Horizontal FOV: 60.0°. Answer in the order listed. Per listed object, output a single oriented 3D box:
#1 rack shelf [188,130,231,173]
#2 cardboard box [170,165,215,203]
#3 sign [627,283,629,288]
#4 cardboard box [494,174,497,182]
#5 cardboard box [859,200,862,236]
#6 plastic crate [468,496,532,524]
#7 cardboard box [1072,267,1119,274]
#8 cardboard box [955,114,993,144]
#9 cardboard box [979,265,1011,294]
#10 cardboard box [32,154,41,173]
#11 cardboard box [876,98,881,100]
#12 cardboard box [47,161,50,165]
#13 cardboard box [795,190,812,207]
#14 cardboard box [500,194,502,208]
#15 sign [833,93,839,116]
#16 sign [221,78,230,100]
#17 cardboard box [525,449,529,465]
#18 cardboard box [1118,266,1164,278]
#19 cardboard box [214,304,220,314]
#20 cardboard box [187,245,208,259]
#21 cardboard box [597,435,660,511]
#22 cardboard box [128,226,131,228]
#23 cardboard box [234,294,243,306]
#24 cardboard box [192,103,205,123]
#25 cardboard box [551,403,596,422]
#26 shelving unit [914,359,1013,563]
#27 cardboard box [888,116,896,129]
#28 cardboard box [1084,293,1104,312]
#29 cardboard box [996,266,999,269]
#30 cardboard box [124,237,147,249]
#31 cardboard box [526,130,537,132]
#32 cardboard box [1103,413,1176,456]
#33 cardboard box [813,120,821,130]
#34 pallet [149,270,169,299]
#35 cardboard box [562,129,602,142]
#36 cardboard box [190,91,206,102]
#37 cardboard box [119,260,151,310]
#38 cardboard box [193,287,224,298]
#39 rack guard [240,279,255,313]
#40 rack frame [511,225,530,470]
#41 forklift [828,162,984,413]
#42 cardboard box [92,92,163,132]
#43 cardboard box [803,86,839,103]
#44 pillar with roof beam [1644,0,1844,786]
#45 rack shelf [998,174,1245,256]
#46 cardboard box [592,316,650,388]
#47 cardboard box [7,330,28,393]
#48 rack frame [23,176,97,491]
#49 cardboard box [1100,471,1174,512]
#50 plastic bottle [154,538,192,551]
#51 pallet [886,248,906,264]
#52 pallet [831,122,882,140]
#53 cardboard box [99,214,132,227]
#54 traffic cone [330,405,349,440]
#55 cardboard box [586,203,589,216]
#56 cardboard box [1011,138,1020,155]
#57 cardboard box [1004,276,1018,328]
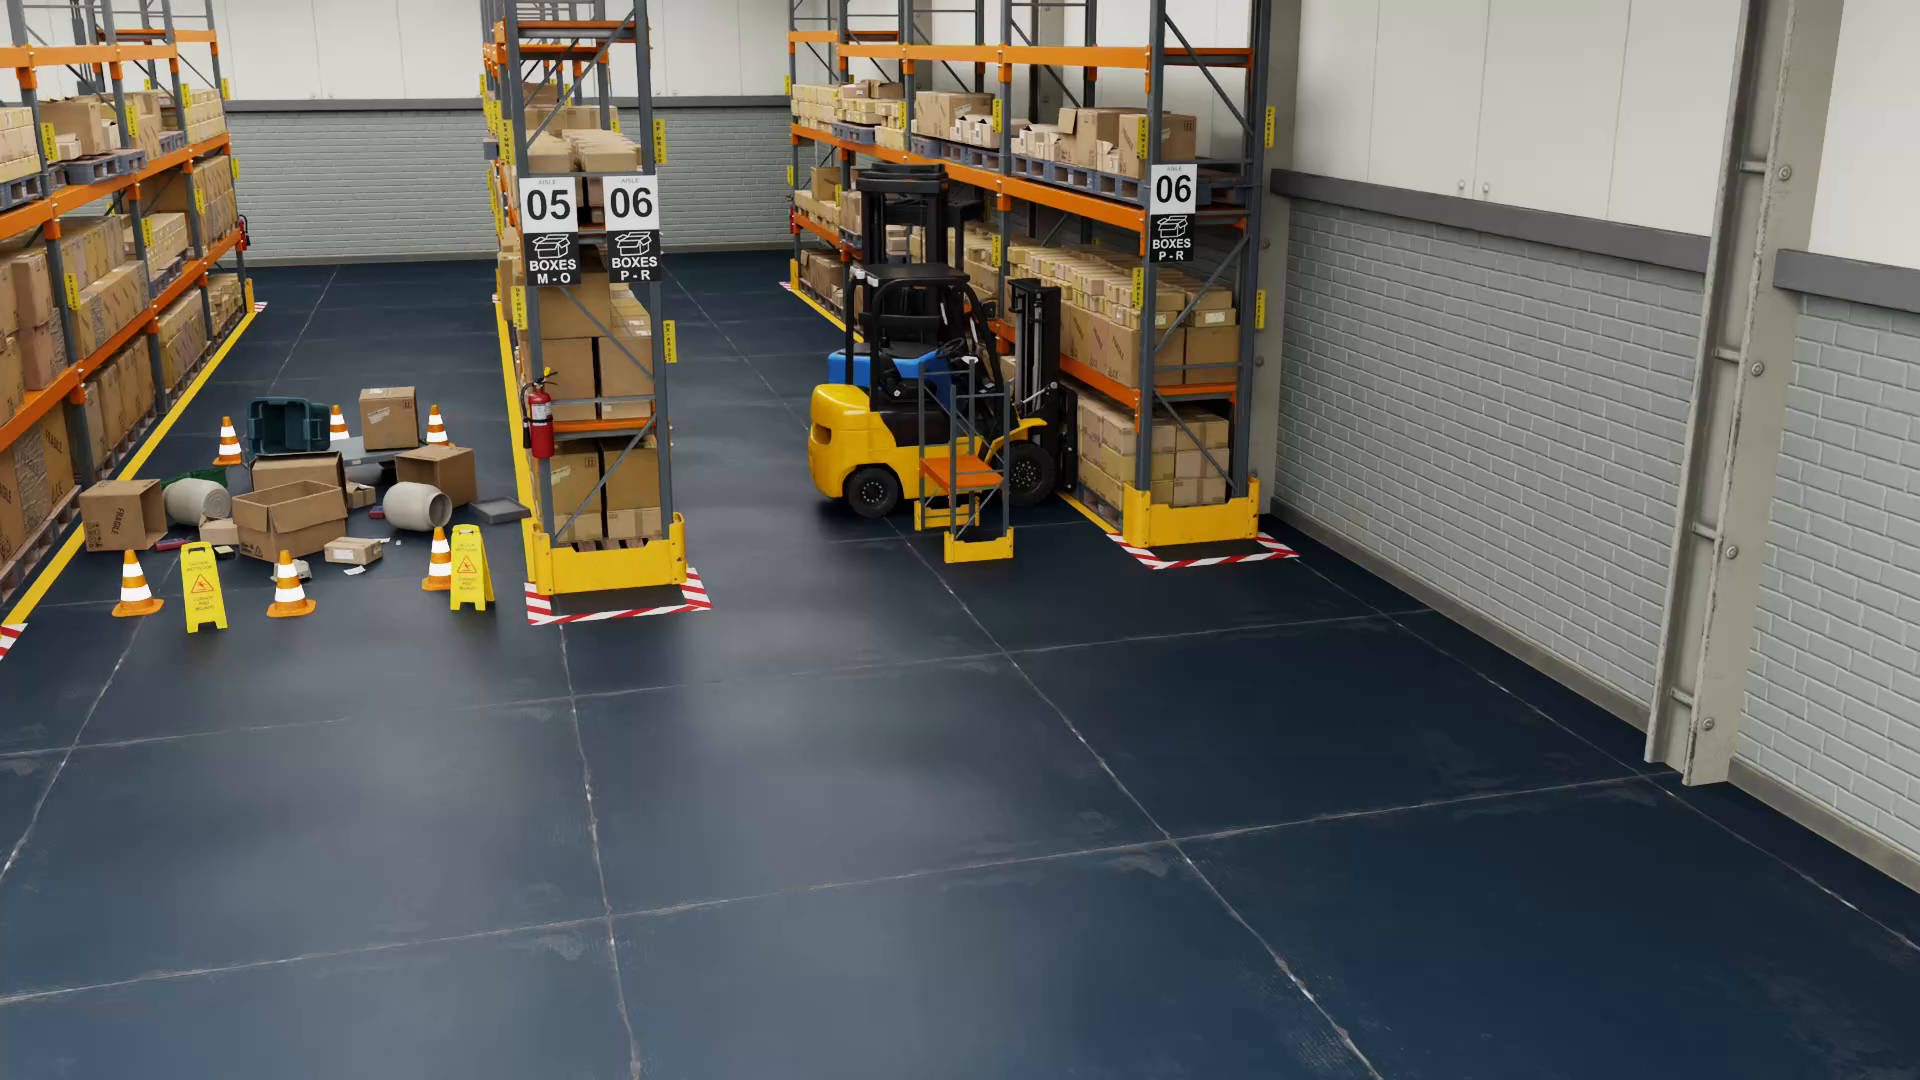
[{"bbox_3d":[-11.346,-5.618,23.976,1.077,0.370,4.000,-5,17,-15],"label":"rack shelf"},{"bbox_3d":[-10.952,-5.070,23.686,0.500,0.500,0.500,-4,17,-14],"label":"cardboard box"},{"bbox_3d":[-3.347,-2.638,16.516,0.100,0.325,0.005,-5,17,-15],"label":"sign"},{"bbox_3d":[-6.460,-5.027,24.062,0.500,0.500,0.500,-5,17,-16],"label":"cardboard box"},{"bbox_3d":[-1.017,-4.522,23.389,0.700,0.500,0.500,-5,17,-16],"label":"cardboard box"},{"bbox_3d":[-4.223,-0.281,15.250,0.402,0.080,0.583,-12,20,-34],"label":"plastic crate"},{"bbox_3d":[1.276,-2.473,15.652,0.380,0.149,0.250,-4,17,-14],"label":"cardboard box"},{"bbox_3d":[0.261,-4.608,18.617,0.500,0.311,0.500,-5,18,-17],"label":"cardboard box"},{"bbox_3d":[0.525,-2.855,18.136,0.500,0.250,0.500,-5,17,-16],"label":"cardboard box"},{"bbox_3d":[-8.190,-3.249,14.374,0.380,0.149,0.250,-5,17,-15],"label":"cardboard box"},{"bbox_3d":[-1.006,-6.350,24.179,0.380,0.149,0.250,-5,17,-15],"label":"cardboard box"},{"bbox_3d":[-8.524,-3.567,15.230,0.258,0.266,0.396,-5,17,-16],"label":"cardboard box"},{"bbox_3d":[-2.527,-5.815,28.341,0.500,0.250,0.500,-5,17,-15],"label":"cardboard box"},{"bbox_3d":[-5.508,-4.075,20.894,0.500,0.500,0.500,-4,17,-14],"label":"cardboard box"},{"bbox_3d":[-1.813,-6.424,24.512,0.100,0.325,0.005,-5,17,-15],"label":"sign"},{"bbox_3d":[-11.356,-6.978,25.714,0.100,0.325,0.005,-5,17,-15],"label":"sign"},{"bbox_3d":[-3.964,-0.878,16.212,0.500,0.250,0.500,-6,18,-18],"label":"cardboard box"},{"bbox_3d":[1.720,-2.507,15.764,0.380,0.149,0.250,-5,17,-15],"label":"cardboard box"},{"bbox_3d":[-10.970,-3.356,24.120,0.380,0.149,0.250,-4,17,-13],"label":"cardboard box"},{"bbox_3d":[-10.560,-3.956,22.845,0.380,0.149,0.250,-4,17,-13],"label":"cardboard box"},{"bbox_3d":[-2.730,-0.567,13.872,0.500,0.500,0.500,-5,18,-17],"label":"cardboard box"},{"bbox_3d":[-11.130,-4.050,21.911,0.380,0.149,0.250,-4,17,-14],"label":"cardboard box"},{"bbox_3d":[-11.382,-3.722,25.855,0.380,0.149,0.250,-4,17,-14],"label":"cardboard box"},{"bbox_3d":[-10.955,-6.007,23.413,0.500,0.250,0.500,-4,17,-14],"label":"cardboard box"},{"bbox_3d":[-3.075,-1.039,13.132,0.380,0.149,0.250,-4,17,-13],"label":"cardboard box"},{"bbox_3d":[0.021,-0.697,14.166,0.587,1.500,1.083,-5,17,-15],"label":"shelving unit"},{"bbox_3d":[-0.733,-5.527,21.990,0.380,0.149,0.250,-5,17,-15],"label":"cardboard box"},{"bbox_3d":[1.353,-2.183,15.203,0.380,0.149,0.250,-5,18,-17],"label":"cardboard box"},{"bbox_3d":[0.598,-3.008,17.949,0.380,0.149,0.250,-4,17,-13],"label":"cardboard box"},{"bbox_3d":[-9.714,-3.449,19.392,0.380,0.149,0.250,-5,17,-17],"label":"cardboard box"},{"bbox_3d":[-4.093,-3.764,15.605,0.380,0.149,0.250,-5,17,-16],"label":"cardboard box"},{"bbox_3d":[1.578,-0.932,14.651,0.500,0.250,0.500,-4,17,-13],"label":"cardboard box"},{"bbox_3d":[-2.127,-6.601,26.436,0.380,0.149,0.250,-4,17,-14],"label":"cardboard box"},{"bbox_3d":[-9.995,-2.963,19.434,1.213,0.211,1.003,-5,17,-15],"label":"pallet"},{"bbox_3d":[-3.569,-3.806,15.747,0.380,0.149,0.250,-4,17,-14],"label":"cardboard box"},{"bbox_3d":[-11.200,-6.448,24.190,0.380,0.149,0.250,-4,17,-14],"label":"cardboard box"},{"bbox_3d":[-9.315,-2.810,18.420,0.500,0.500,0.500,-5,17,-15],"label":"cardboard box"},{"bbox_3d":[-11.097,-3.639,24.544,0.380,0.149,0.250,-5,17,-15],"label":"cardboard box"},{"bbox_3d":[-11.875,-3.861,26.435,1.175,0.500,0.348,-5,17,-15],"label":"rack guard"},{"bbox_3d":[-3.866,-2.179,16.491,1.000,3.000,0.127,-5,17,-15],"label":"rack frame"},{"bbox_3d":[-0.395,-2.627,18.102,1.130,2.935,3.031,6,18,19],"label":"forklift"},{"bbox_3d":[-10.798,-5.544,21.578,0.700,0.500,0.500,-5,17,-15],"label":"cardboard box"},{"bbox_3d":[-2.239,-7.215,26.920,0.500,0.250,0.500,-5,17,-16],"label":"cardboard box"},{"bbox_3d":[0.190,-2.603,7.475,9.100,9.000,0.400,-5,17,-15],"label":"pillar with roof beam"},{"bbox_3d":[1.455,-3.111,15.631,1.077,0.370,4.000,-5,17,-15],"label":"rack shelf"},{"bbox_3d":[-2.776,-1.559,13.736,0.500,0.500,0.500,-4,17,-14],"label":"cardboard box"},{"bbox_3d":[-8.277,-1.421,13.708,0.875,0.550,0.550,-5,17,-15],"label":"cardboard box"},{"bbox_3d":[-8.598,-1.759,15.095,1.000,3.000,0.127,-5,17,-15],"label":"rack frame"},{"bbox_3d":[1.572,-0.455,14.802,0.500,0.250,0.500,-5,17,-15],"label":"cardboard box"},{"bbox_3d":[-6.735,0.033,14.235,0.283,0.061,0.133,-12,20,-34],"label":"plastic bottle"},{"bbox_3d":[-0.448,-3.769,22.118,1.213,0.211,1.003,-5,17,-15],"label":"pallet"},{"bbox_3d":[-1.181,-5.946,24.144,1.213,0.211,1.003,-5,17,-15],"label":"pallet"},{"bbox_3d":[-11.130,-4.193,21.868,0.380,0.149,0.250,-4,17,-12],"label":"cardboard box"},{"bbox_3d":[-6.594,-1.197,17.633,0.336,0.463,0.334,-5,17,-15],"label":"traffic cone"},{"bbox_3d":[-2.836,-2.714,13.496,0.380,0.149,0.250,-5,17,-16],"label":"cardboard box"},{"bbox_3d":[0.737,-3.989,16.838,0.380,0.149,0.250,-4,17,-14],"label":"cardboard box"},{"bbox_3d":[0.776,-2.477,17.309,0.500,0.500,0.500,-5,17,-17],"label":"cardboard box"}]
